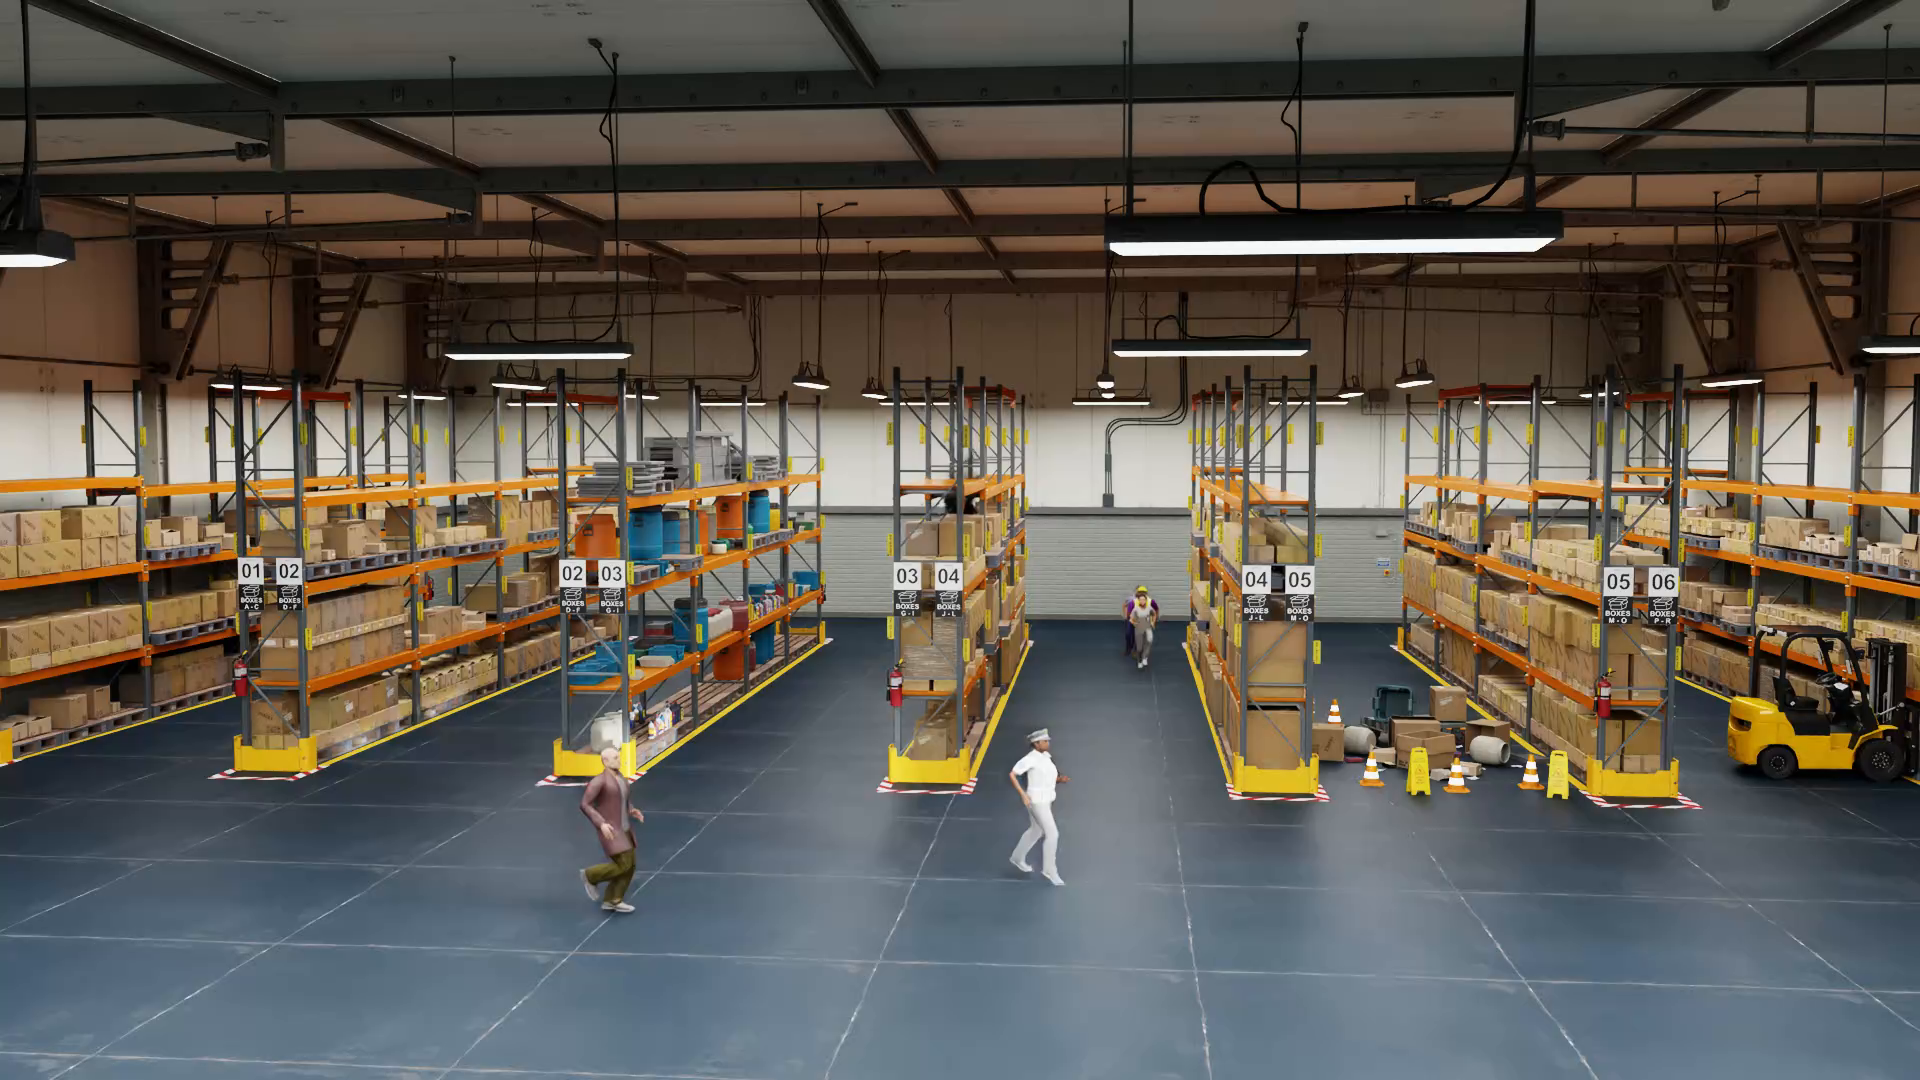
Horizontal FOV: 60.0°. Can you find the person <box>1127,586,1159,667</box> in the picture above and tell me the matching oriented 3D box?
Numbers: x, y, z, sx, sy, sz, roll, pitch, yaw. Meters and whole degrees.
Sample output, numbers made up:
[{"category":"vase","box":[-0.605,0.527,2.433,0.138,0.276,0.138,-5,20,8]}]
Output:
[{"category":"person","box":[4.014,1.881,36.431,0.706,1.753,0.782,0,4,5]}]

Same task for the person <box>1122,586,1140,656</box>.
[{"category":"person","box":[4.054,1.849,38.231,0.671,1.588,0.629,1,4,11]}]

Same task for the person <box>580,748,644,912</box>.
[{"category":"person","box":[-3.668,3.053,17.520,0.637,1.733,0.710,1,4,20]}]

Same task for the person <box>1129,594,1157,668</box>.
[{"category":"person","box":[3.858,1.941,35.073,0.578,1.601,0.954,0,4,5]}]

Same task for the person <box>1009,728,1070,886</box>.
[{"category":"person","box":[0.882,2.992,18.760,0.777,1.751,0.547,2,4,27]}]
